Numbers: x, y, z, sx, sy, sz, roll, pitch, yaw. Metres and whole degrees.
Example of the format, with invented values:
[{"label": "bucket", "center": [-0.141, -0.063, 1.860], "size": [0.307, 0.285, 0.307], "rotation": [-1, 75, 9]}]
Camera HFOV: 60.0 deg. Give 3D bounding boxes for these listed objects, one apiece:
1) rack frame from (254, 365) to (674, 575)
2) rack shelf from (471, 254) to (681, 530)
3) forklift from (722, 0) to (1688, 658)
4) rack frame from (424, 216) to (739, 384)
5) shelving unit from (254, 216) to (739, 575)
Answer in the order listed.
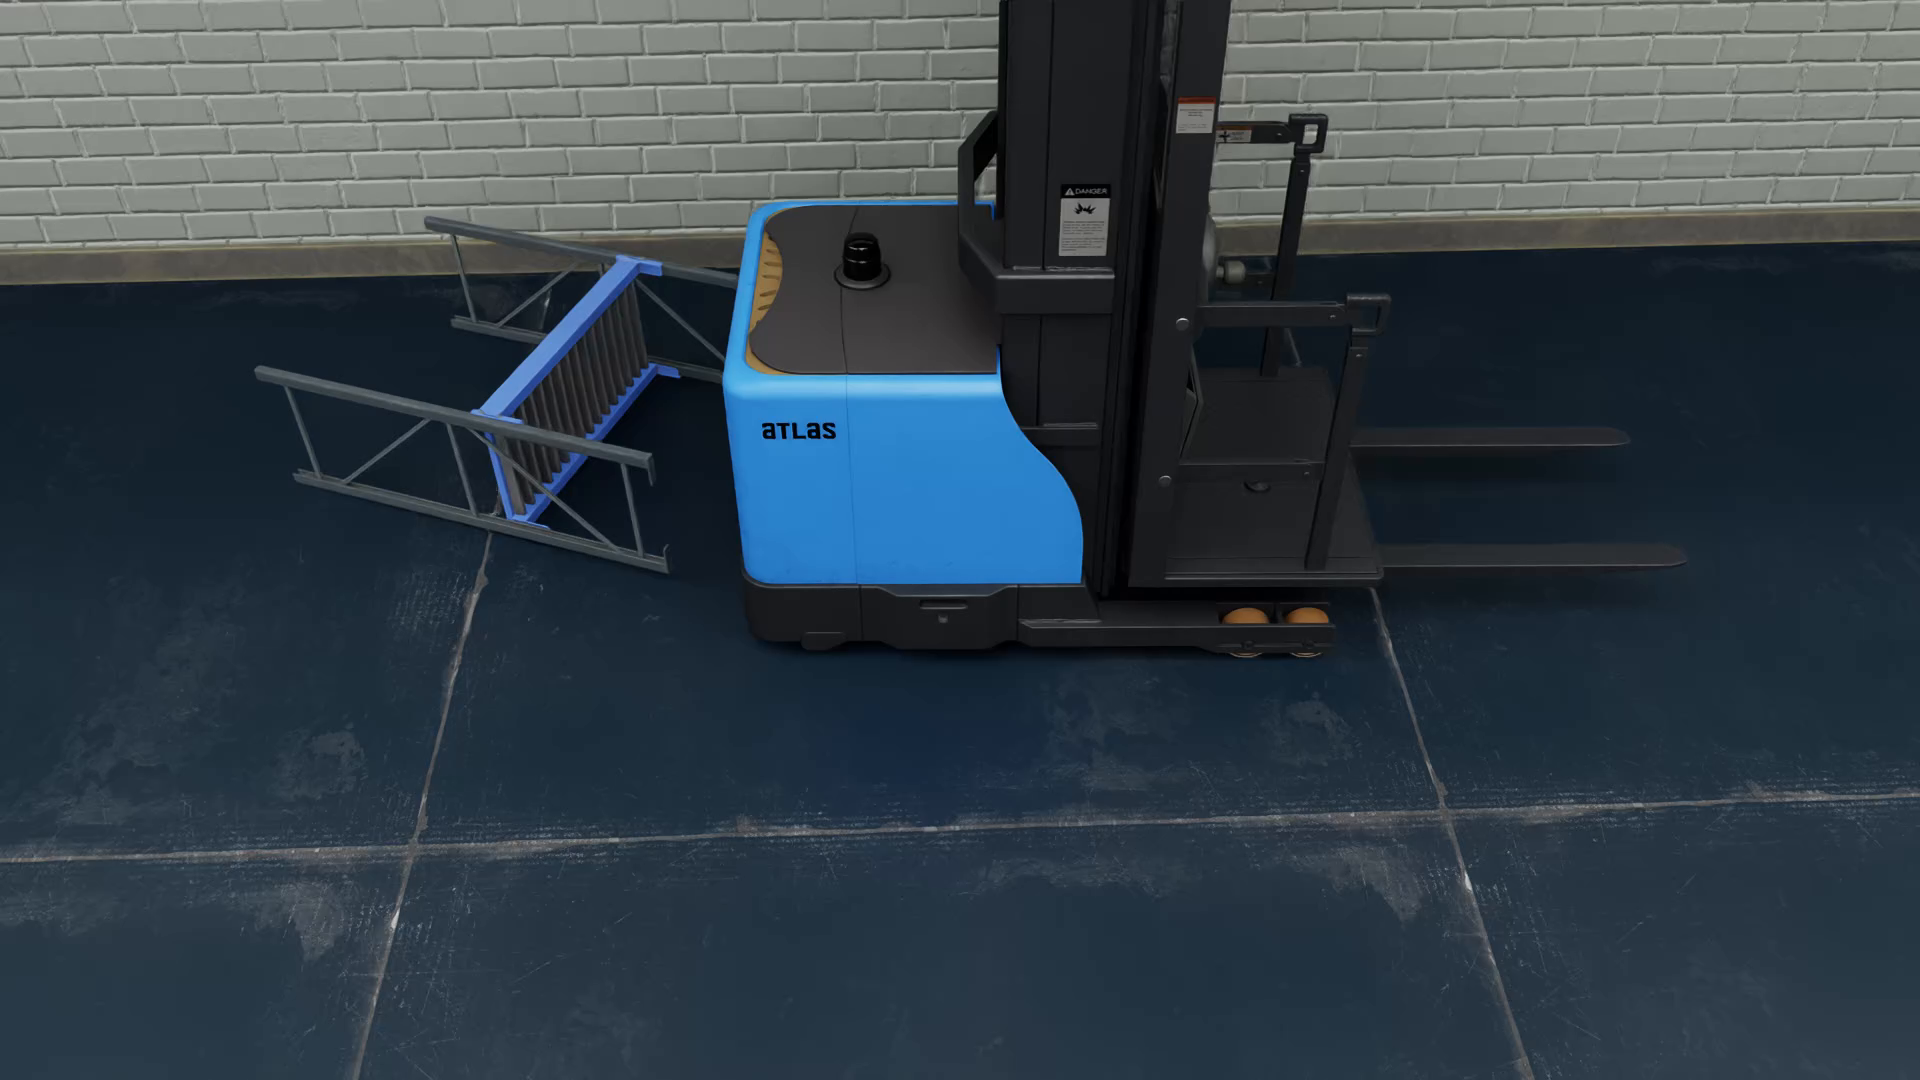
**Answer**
[{"label": "rack frame", "center": [-1.679, -0.240, 5.616], "size": [1.500, 0.500, 0.032], "rotation": [13, 44, 15]}, {"label": "rack shelf", "center": [-1.336, -0.524, 5.920], "size": [0.185, 0.538, 1.000], "rotation": [13, 44, 15]}, {"label": "forklift", "center": [0.824, -1.064, 4.742], "size": [3.031, 2.935, 1.130], "rotation": [0, 43, 0]}, {"label": "rack frame", "center": [-1.332, -0.886, 6.320], "size": [1.500, 0.500, 0.032], "rotation": [13, 44, 15]}, {"label": "shelving unit", "center": [-1.505, -0.563, 5.968], "size": [1.500, 0.538, 1.048], "rotation": [13, 44, 15]}]
